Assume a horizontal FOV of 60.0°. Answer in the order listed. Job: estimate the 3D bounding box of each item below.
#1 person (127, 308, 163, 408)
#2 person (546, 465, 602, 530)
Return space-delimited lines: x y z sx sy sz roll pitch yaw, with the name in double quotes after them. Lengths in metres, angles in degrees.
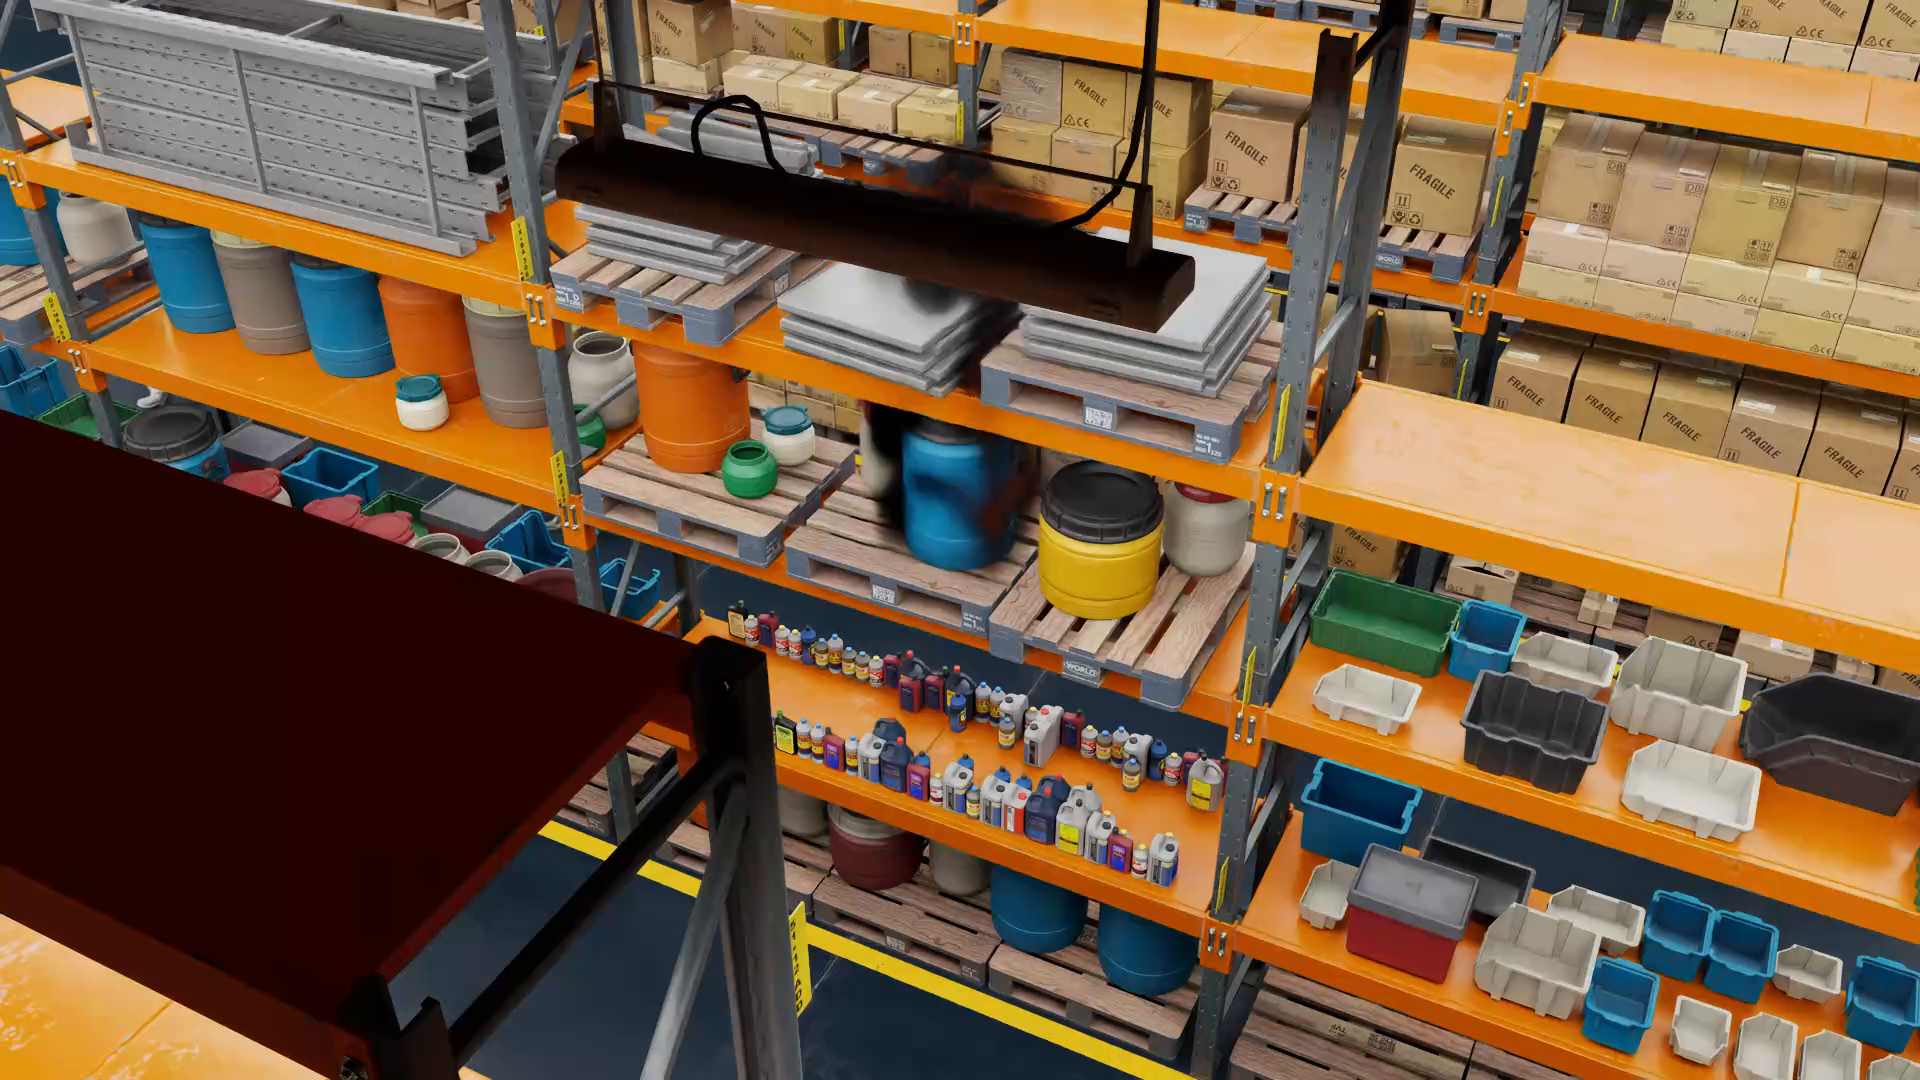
-7.443 -1.996 15.302 0.652 1.652 0.629 -14 37 -19 "person"
-3.149 -0.769 13.616 0.902 1.561 0.542 6 35 8 "person"
